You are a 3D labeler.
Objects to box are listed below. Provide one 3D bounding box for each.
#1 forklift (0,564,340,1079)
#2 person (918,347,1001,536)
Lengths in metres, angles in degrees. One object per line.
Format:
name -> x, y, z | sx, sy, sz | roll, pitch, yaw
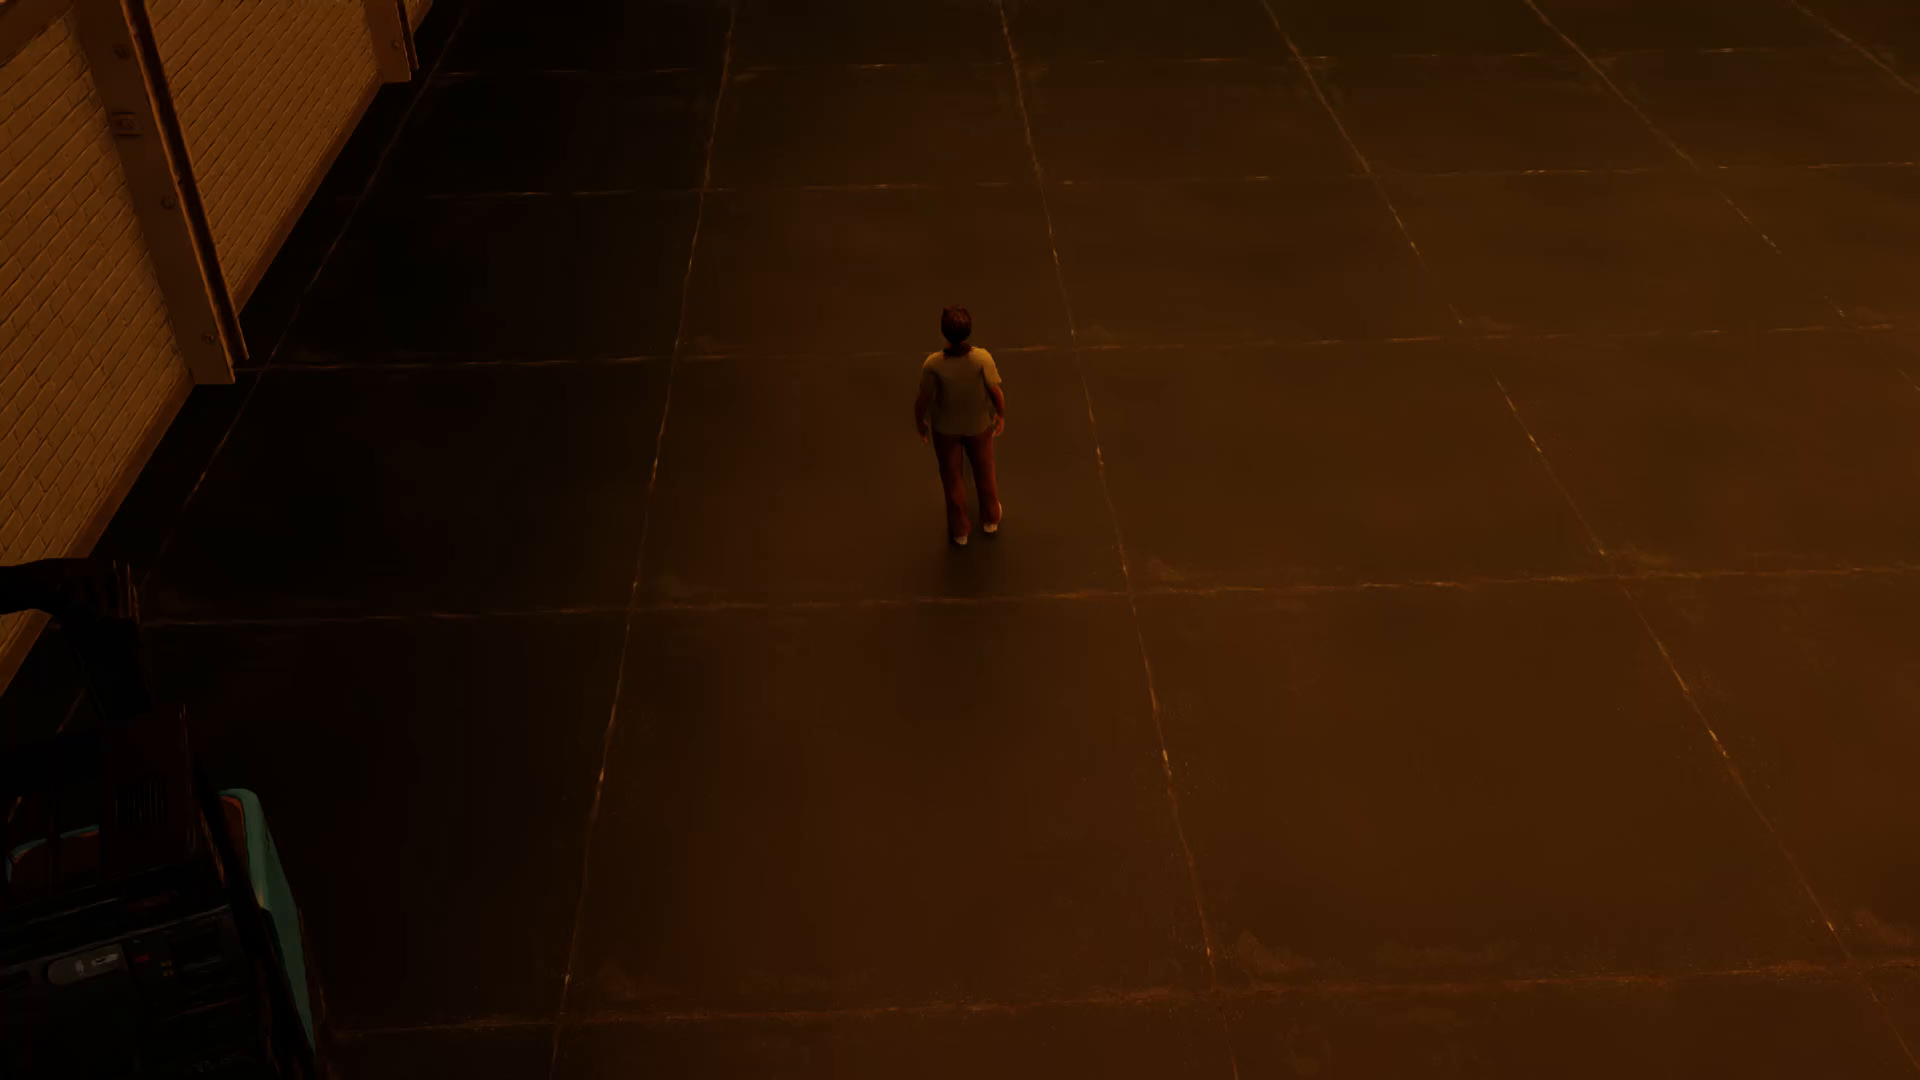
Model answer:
forklift -> -2.963, 1.651, 5.744 | 1.130, 2.935, 3.031 | -14, 38, -18
person -> 0.005, -0.627, 10.080 | 0.521, 1.362, 0.395 | -2, 36, -2
